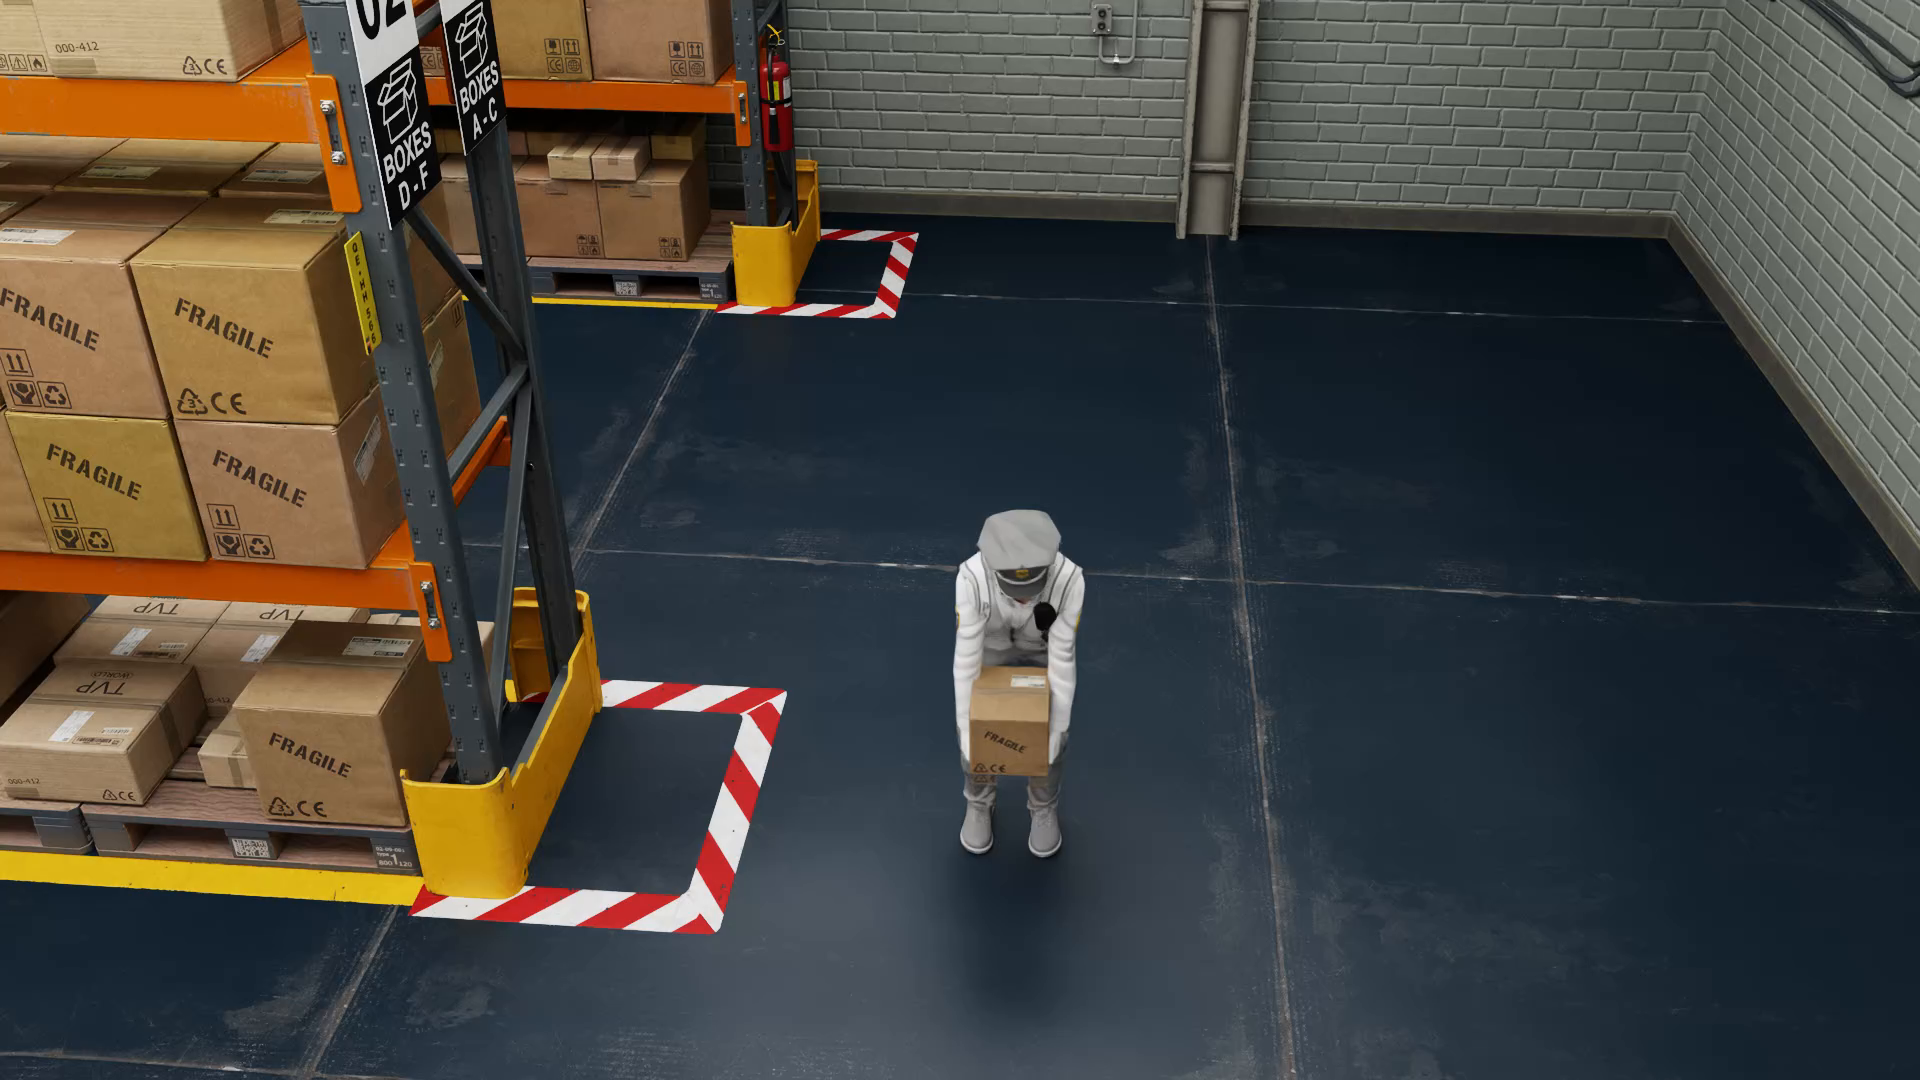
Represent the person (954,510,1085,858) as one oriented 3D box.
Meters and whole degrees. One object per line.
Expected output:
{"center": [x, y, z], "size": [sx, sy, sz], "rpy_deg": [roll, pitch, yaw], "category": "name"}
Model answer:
{"center": [0.188, 0.487, 5.514], "size": [0.414, 1.509, 0.706], "rpy_deg": [2, 32, 3], "category": "person"}
